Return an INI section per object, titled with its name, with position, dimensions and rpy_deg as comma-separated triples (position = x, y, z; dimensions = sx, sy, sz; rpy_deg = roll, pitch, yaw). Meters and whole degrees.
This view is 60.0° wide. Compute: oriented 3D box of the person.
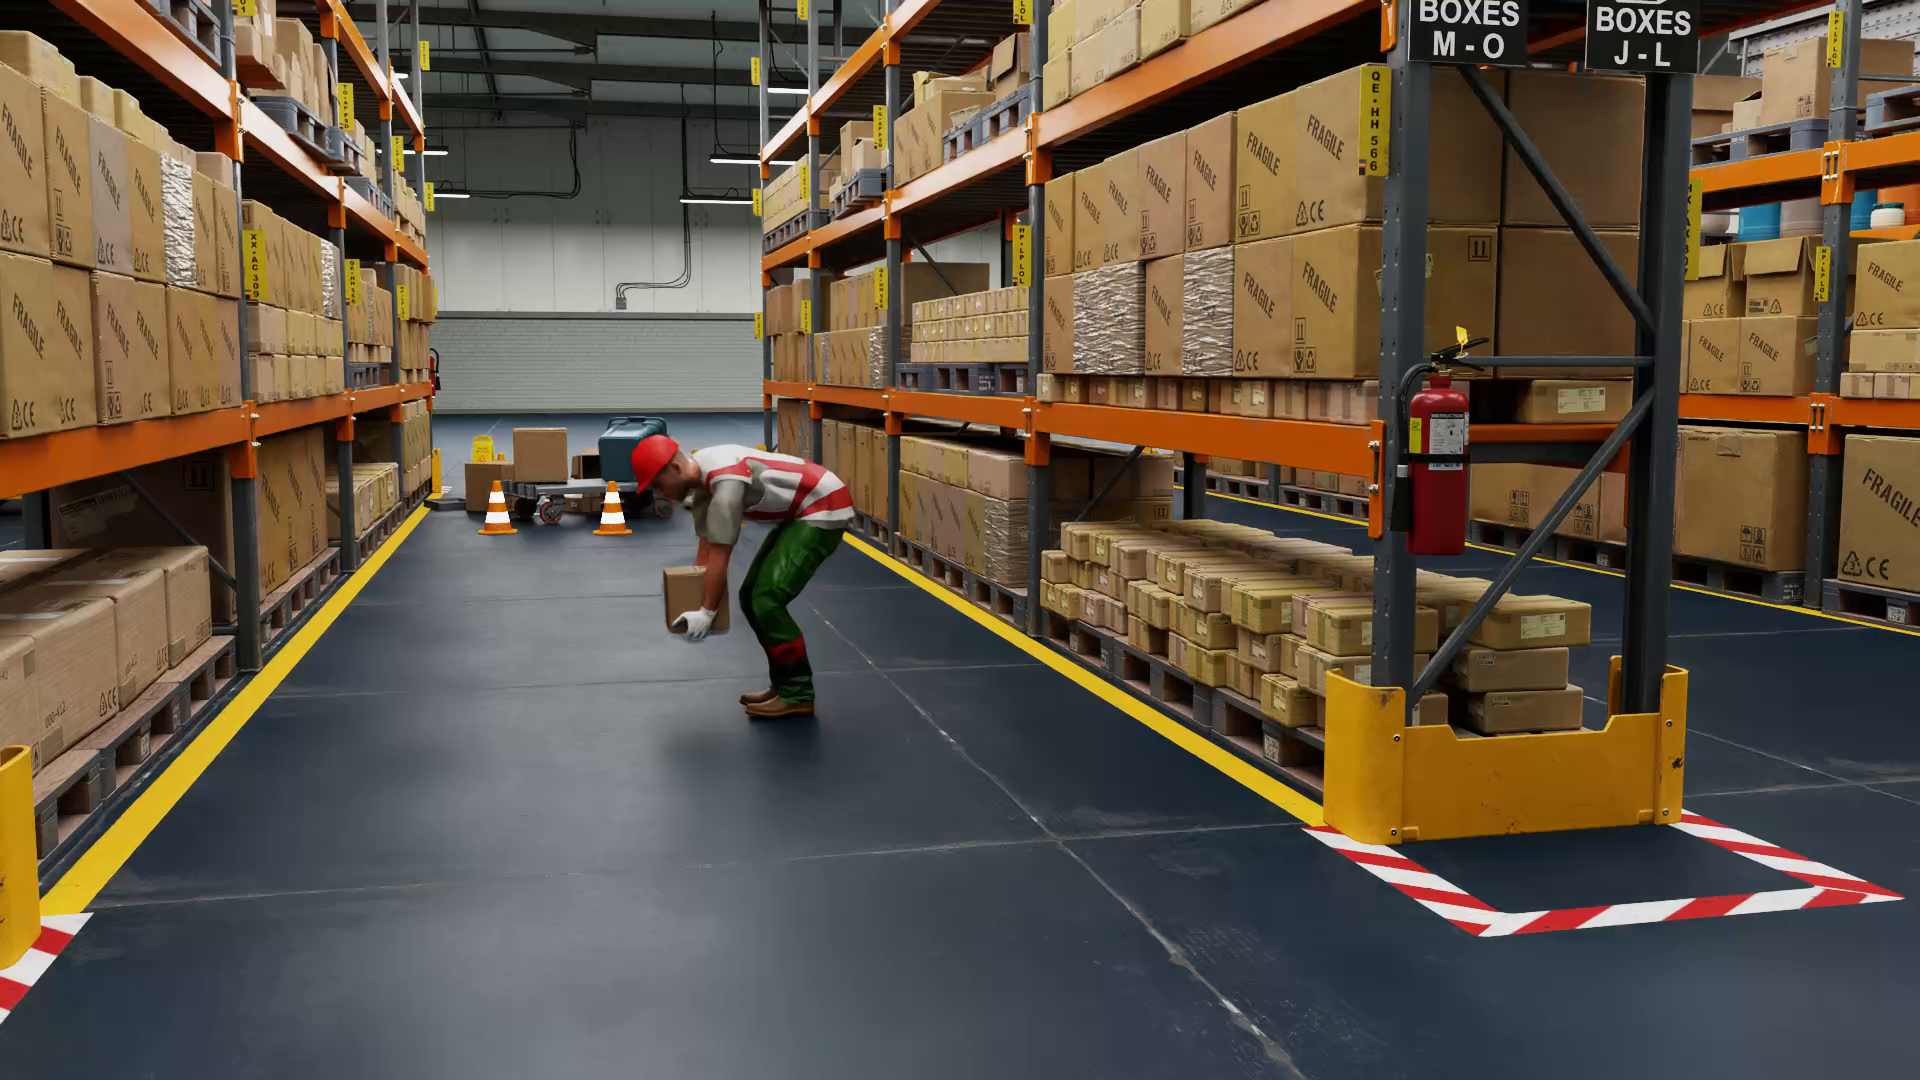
[person]
position = -0.924, 0.148, 7.123
dimensions = 0.938, 1.207, 0.500
rpy_deg = -2, 6, -16
